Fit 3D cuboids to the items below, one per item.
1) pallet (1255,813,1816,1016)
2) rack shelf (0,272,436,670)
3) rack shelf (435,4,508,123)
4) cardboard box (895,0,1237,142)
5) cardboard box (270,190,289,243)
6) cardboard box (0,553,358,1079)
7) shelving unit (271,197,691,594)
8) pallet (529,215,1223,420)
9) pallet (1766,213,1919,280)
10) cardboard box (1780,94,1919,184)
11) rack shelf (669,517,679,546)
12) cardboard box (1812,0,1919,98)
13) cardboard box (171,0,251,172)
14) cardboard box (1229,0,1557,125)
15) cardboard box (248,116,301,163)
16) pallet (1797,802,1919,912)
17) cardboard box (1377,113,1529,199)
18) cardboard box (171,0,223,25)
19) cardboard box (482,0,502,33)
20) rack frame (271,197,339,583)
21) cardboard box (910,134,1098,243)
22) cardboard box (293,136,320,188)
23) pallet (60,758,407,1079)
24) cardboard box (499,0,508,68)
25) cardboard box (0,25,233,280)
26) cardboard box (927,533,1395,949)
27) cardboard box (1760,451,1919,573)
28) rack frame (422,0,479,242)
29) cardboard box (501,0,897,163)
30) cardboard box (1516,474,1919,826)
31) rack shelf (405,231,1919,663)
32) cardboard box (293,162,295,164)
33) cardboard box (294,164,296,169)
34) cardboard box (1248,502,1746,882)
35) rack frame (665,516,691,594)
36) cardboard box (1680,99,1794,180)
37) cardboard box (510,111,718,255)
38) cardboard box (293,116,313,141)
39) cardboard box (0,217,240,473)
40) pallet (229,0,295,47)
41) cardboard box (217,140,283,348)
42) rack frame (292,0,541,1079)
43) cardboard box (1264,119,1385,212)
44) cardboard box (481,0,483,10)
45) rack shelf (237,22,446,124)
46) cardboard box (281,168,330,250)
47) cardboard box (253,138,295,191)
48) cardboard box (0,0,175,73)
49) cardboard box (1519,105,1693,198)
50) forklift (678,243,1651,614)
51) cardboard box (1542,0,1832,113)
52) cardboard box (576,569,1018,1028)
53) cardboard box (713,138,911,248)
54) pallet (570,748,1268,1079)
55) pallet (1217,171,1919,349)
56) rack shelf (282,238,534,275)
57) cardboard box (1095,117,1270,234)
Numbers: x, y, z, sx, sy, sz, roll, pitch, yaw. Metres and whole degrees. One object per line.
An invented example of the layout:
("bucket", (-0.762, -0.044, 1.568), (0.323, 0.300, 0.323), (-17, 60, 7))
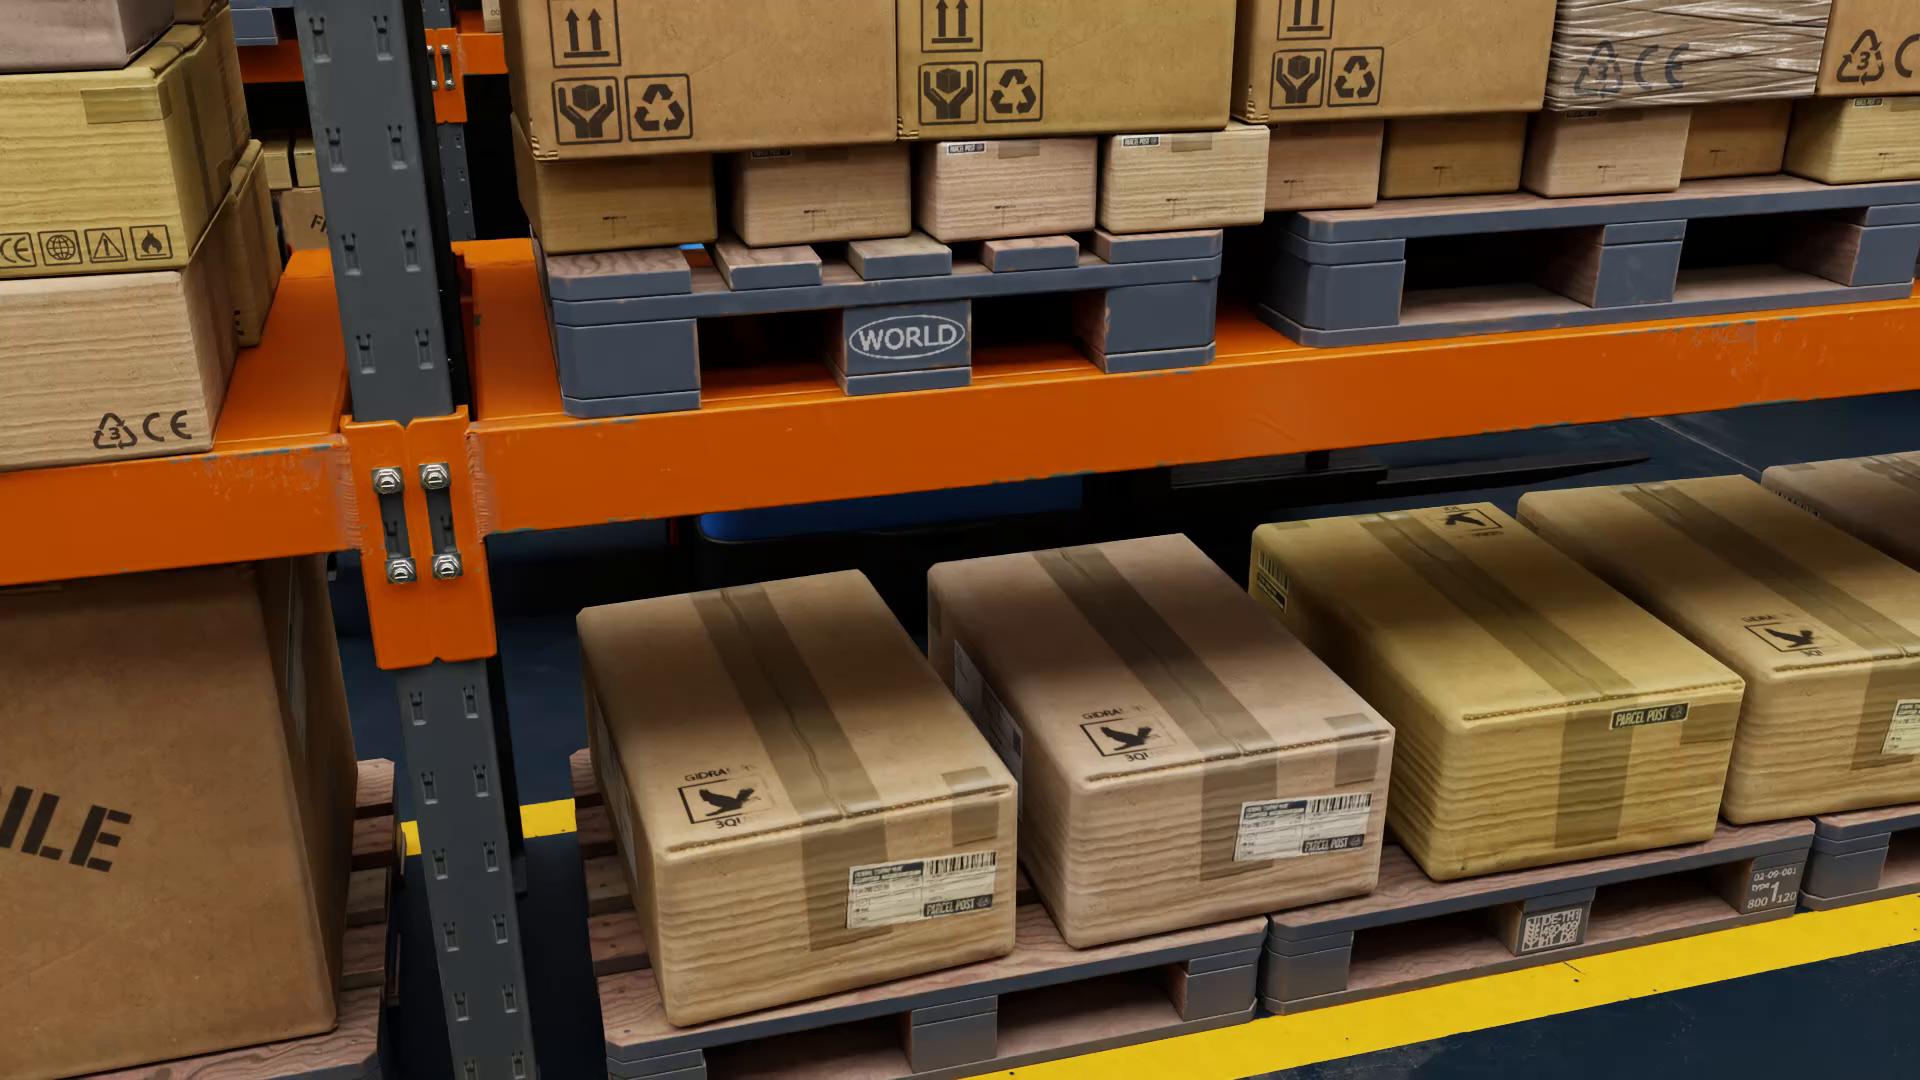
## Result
("pallet", (1.030, 0.554, 3.690), (1.213, 0.211, 1.003), (-6, 24, -14))
("rack shelf", (-2.821, 0.028, 2.293), (4.000, 0.370, 1.077), (-6, 24, -14))
("rack shelf", (-0.314, -2.282, 7.677), (4.000, 0.370, 1.077), (-6, 24, -14))
("cardboard box", (0.100, -0.910, 2.529), (0.500, 0.500, 0.500), (-5, 24, -12))
("cardboard box", (-3.074, -1.268, 7.039), (0.500, 0.500, 0.500), (-7, 24, -15))
("cardboard box", (-1.583, 0.310, 2.886), (0.875, 0.875, 0.875), (-7, 24, -15))
("shelving unit", (-1.350, -0.386, 4.722), (1.048, 1.125, 0.538), (-6, 24, -13))
("pallet", (-0.238, -0.544, 2.957), (1.003, 0.211, 1.213), (-6, 24, -14))
("pallet", (2.181, -0.828, 3.618), (1.213, 0.211, 1.003), (-6, 24, -14))
("cardboard box", (1.549, -0.757, 2.995), (0.250, 0.149, 0.380), (-6, 24, -14))
("rack shelf", (-1.350, -0.161, 4.819), (1.000, 0.278, 0.538), (-6, 24, -13))
("cardboard box", (1.597, -1.075, 2.915), (0.500, 0.500, 0.500), (-5, 24, -13))
("cardboard box", (-1.450, -0.716, 2.672), (0.500, 0.250, 0.500), (-6, 24, -15))
("cardboard box", (0.610, -0.969, 2.667), (0.500, 0.500, 0.500), (-6, 24, -13))
("cardboard box", (-3.089, -1.787, 7.425), (0.250, 0.149, 0.380), (-6, 24, -13))
("pallet", (2.207, 0.423, 3.996), (1.213, 0.211, 1.003), (-6, 24, -14))
("cardboard box", (0.768, -0.708, 2.882), (0.250, 0.149, 0.380), (-5, 24, -12))
("cardboard box", (-1.436, -1.062, 2.525), (0.500, 0.500, 0.500), (-7, 24, -16))
("cardboard box", (-1.747, -2.285, 6.962), (0.500, 0.250, 0.500), (-6, 24, -14))
("rack frame", (-1.843, -0.337, 4.609), (0.032, 1.125, 0.500), (-6, 24, -13))
("cardboard box", (0.025, -0.586, 2.598), (0.250, 0.149, 0.380), (-8, 24, -18))
("cardboard box", (-2.647, -1.593, 6.974), (0.250, 0.149, 0.380), (-8, 24, -17))
("pallet", (-1.675, 0.821, 3.069), (1.213, 0.211, 1.003), (-6, 24, -14))
("cardboard box", (-0.533, -1.045, 2.846), (0.500, 0.500, 0.500), (-7, 24, -16))
("cardboard box", (-1.293, -0.529, 2.234), (0.500, 0.250, 0.500), (-6, 24, -15))
("cardboard box", (0.360, 0.361, 3.405), (0.625, 0.372, 0.950), (-7, 24, -15))
("cardboard box", (2.452, 0.130, 3.944), (0.625, 0.372, 0.950), (-6, 24, -14))
("rack frame", (-2.240, -2.400, 7.039), (0.127, 3.000, 1.000), (-6, 24, -14))
("cardboard box", (-0.400, -0.851, 2.394), (0.500, 0.500, 0.500), (-7, 24, -16))
("cardboard box", (1.760, 0.207, 3.762), (0.625, 0.372, 0.950), (-5, 24, -11))
("rack shelf", (1.030, -0.398, 3.286), (4.000, 0.370, 1.077), (-6, 24, -14))
("cardboard box", (-3.199, -1.461, 7.488), (0.500, 0.500, 0.500), (-6, 24, -14))
("cardboard box", (-2.721, -1.506, 7.592), (0.500, 0.500, 0.500), (-5, 24, -12))
("cardboard box", (1.091, 0.282, 3.588), (0.625, 0.372, 0.950), (-6, 24, -13))
("rack frame", (-0.857, -0.435, 4.836), (0.032, 1.125, 0.500), (-6, 24, -13))
("cardboard box", (1.267, -0.768, 3.021), (0.250, 0.149, 0.380), (-7, 24, -16))
("cardboard box", (-0.532, -0.557, 2.531), (0.250, 0.149, 0.380), (-8, 24, -17))
("cardboard box", (-2.826, -1.805, 7.467), (0.250, 0.149, 0.380), (-5, 24, -12))
("cardboard box", (-1.312, -0.294, 2.322), (0.500, 0.250, 0.500), (-7, 24, -16))
("pallet", (-2.874, -2.213, 6.846), (1.003, 0.211, 1.213), (-6, 24, -14))
("cardboard box", (-1.435, -0.490, 2.779), (0.500, 0.250, 0.500), (-7, 24, -15))
("rack frame", (-0.895, -0.516, 2.648), (0.127, 3.000, 1.000), (-6, 24, -14))
("cardboard box", (0.506, -0.663, 2.777), (0.250, 0.149, 0.380), (-5, 24, -11))
("cardboard box", (-1.876, -2.476, 7.406), (0.500, 0.250, 0.500), (-7, 24, -15))
("rack shelf", (-4.166, -1.856, 6.684), (4.000, 0.370, 1.077), (-6, 24, -14))
("cardboard box", (-2.589, -1.317, 7.154), (0.500, 0.500, 0.500), (-6, 24, -13))
("cardboard box", (-2.901, -1.553, 6.879), (0.250, 0.149, 0.380), (-8, 24, -17))
("cardboard box", (-1.323, -0.867, 2.071), (0.500, 0.500, 0.500), (-7, 24, -16))
("cardboard box", (1.037, -0.711, 2.889), (0.250, 0.149, 0.380), (-6, 24, -13))
("forklift", (0.657, -1.388, 4.769), (3.031, 2.935, 1.130), (-6, 24, -13))
("cardboard box", (1.093, -1.019, 2.784), (0.500, 0.500, 0.500), (-7, 24, -16))
("cardboard box", (-0.349, 0.442, 3.215), (0.625, 0.372, 0.950), (-8, 24, -18))
("cardboard box", (-0.251, -0.575, 2.571), (0.250, 0.149, 0.380), (-8, 24, -18))
("pallet", (-0.143, 0.683, 3.391), (1.213, 0.211, 1.003), (-6, 24, -14))
("pallet", (0.999, -0.654, 3.213), (1.213, 0.211, 1.003), (-6, 24, -14))
("rack shelf", (-1.350, -0.655, 4.607), (1.000, 0.278, 0.538), (-6, 24, -13))
("cardboard box", (0.295, -0.608, 2.648), (0.250, 0.149, 0.380), (-6, 24, -14))
